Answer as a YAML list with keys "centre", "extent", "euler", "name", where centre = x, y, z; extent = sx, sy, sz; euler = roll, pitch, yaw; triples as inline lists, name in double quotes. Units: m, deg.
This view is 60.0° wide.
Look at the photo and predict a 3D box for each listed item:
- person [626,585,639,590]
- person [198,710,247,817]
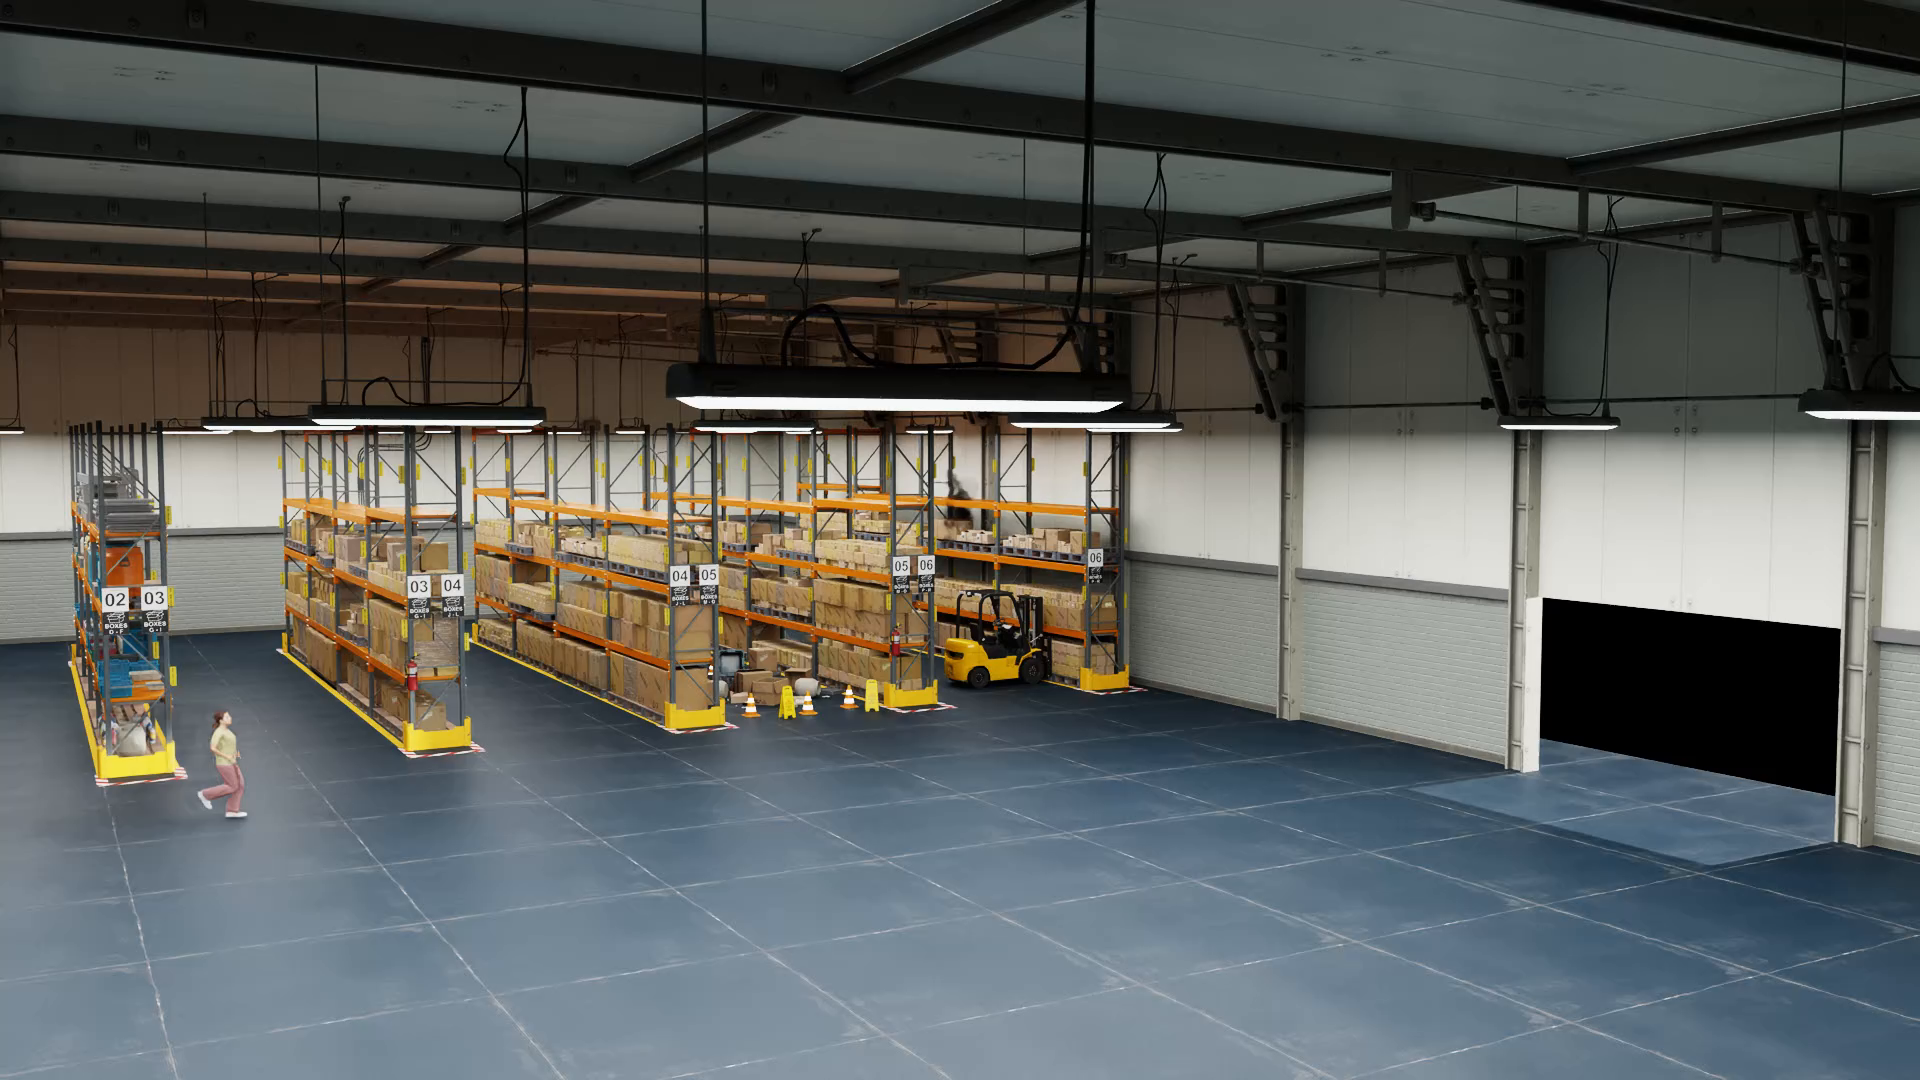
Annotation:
- centre: [-9.955, 1.827, 50.287]
  extent: [0.577, 1.594, 0.595]
  euler: [-2, 4, -23]
  name: "person"
- centre: [-11.084, 3.364, 25.003]
  extent: [0.677, 1.628, 0.579]
  euler: [-1, 4, -9]
  name: "person"
